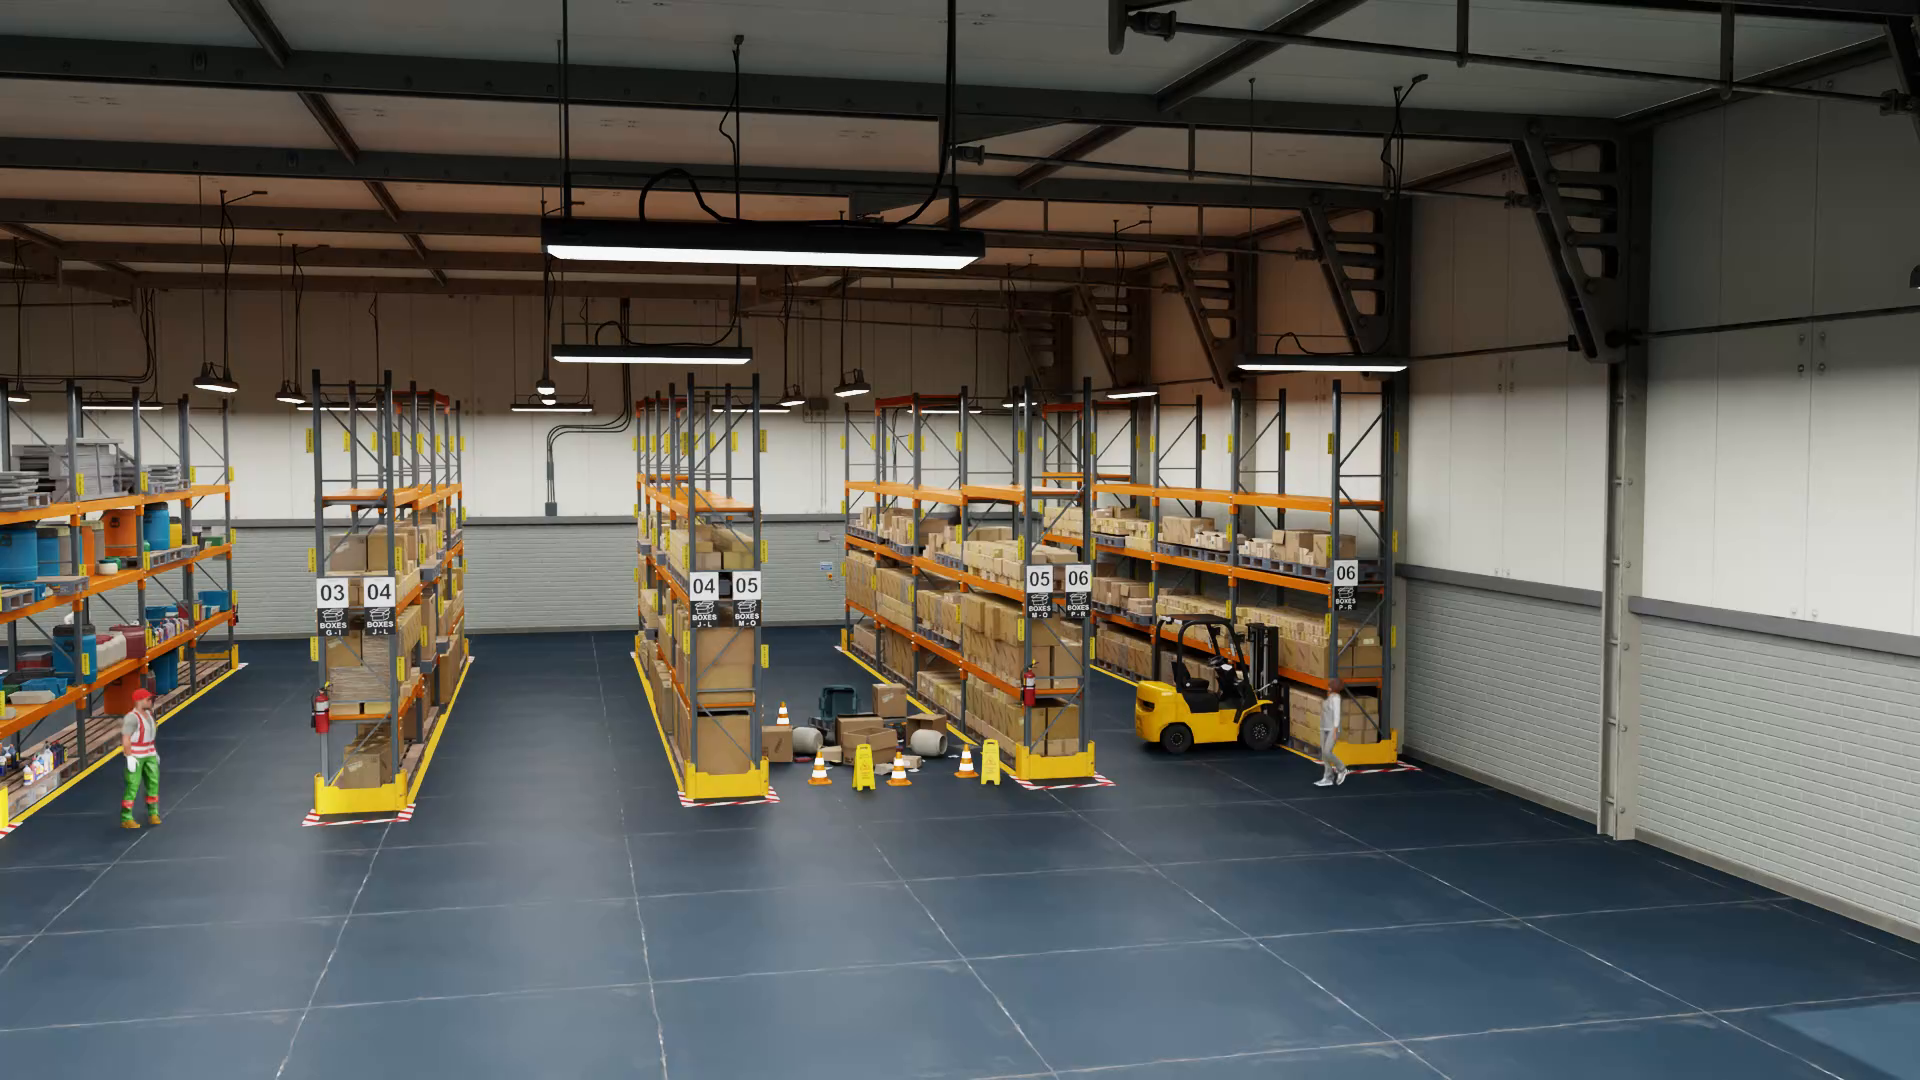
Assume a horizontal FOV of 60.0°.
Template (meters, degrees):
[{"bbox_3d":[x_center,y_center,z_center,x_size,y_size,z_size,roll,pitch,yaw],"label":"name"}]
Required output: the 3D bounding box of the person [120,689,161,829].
[{"bbox_3d":[-10.721,2.846,21.803,0.412,1.799,0.630,1,3,14],"label":"person"}]

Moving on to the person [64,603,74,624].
[{"bbox_3d":[-18.892,2.125,35.583,0.432,1.645,0.928,-1,3,-9],"label":"person"}]

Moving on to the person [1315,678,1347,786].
[{"bbox_3d":[5.417,2.793,24.210,0.438,1.591,0.441,-2,4,-27],"label":"person"}]
